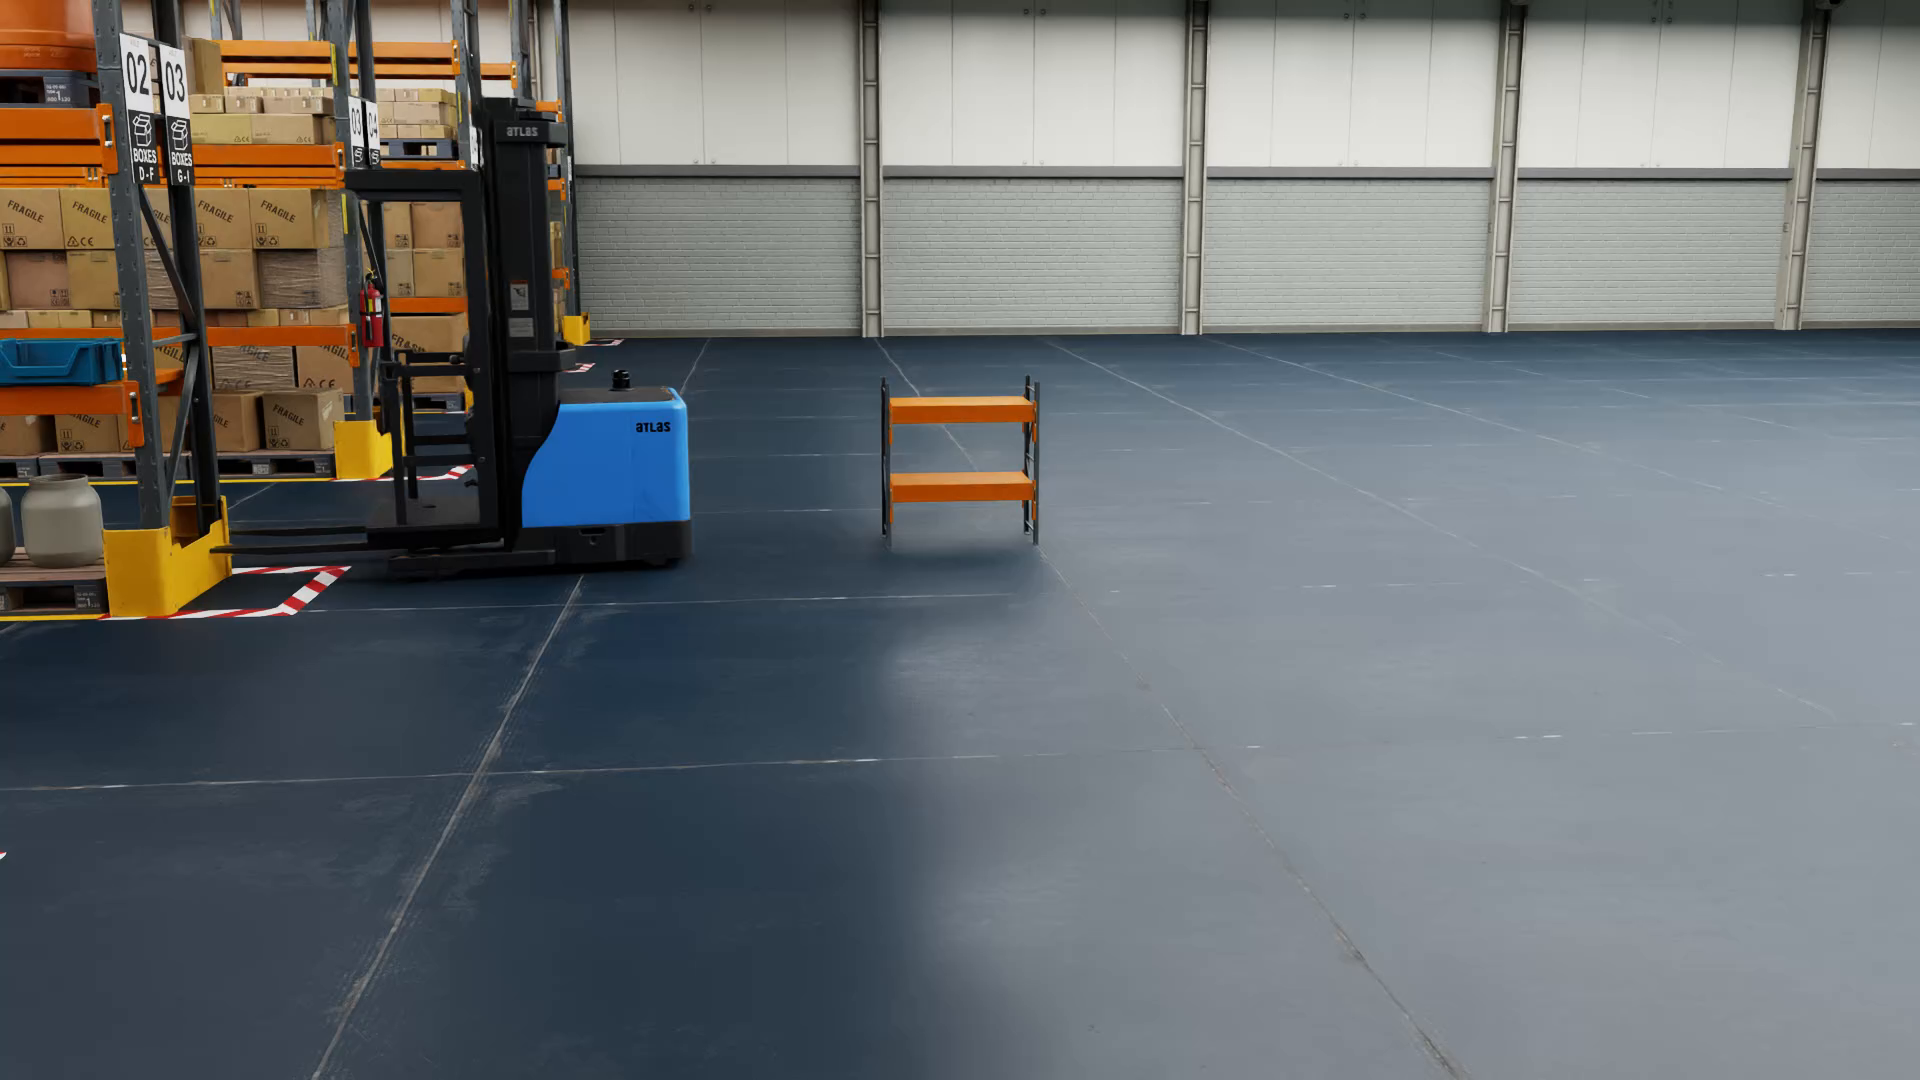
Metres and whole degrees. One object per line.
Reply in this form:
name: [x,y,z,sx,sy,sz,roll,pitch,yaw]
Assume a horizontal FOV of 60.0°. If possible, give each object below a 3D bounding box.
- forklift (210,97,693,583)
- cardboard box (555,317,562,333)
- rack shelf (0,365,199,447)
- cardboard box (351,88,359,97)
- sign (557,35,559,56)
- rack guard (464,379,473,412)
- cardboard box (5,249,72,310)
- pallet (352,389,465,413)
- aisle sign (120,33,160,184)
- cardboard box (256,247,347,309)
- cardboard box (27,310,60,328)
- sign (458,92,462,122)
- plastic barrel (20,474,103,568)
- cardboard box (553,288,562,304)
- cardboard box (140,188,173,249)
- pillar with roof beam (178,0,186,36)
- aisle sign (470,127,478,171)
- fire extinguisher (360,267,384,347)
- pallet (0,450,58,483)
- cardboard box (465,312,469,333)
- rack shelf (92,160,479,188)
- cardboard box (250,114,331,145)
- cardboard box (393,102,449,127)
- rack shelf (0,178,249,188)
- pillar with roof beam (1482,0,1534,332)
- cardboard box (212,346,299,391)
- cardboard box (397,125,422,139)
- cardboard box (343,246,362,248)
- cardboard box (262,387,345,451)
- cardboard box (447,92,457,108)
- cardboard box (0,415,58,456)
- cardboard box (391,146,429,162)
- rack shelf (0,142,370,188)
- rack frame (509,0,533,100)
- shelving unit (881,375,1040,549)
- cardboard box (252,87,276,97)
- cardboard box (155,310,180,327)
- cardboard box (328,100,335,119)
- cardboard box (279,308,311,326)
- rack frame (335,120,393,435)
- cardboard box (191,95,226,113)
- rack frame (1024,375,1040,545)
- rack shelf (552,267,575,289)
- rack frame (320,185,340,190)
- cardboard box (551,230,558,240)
forklift: [-3.304,-1.286,10.578,3.031,2.935,1.130,-3,11,-14]
cardboard box: [-7.223,-3.746,28.956,0.500,0.250,0.500,-1,11,-6]
rack shelf: [-6.634,-0.763,9.607,4.000,0.370,1.077,-1,11,-6]
cardboard box: [-6.674,-4.968,18.590,0.250,0.149,0.380,-1,11,-5]
sign: [-6.746,-8.296,27.882,0.005,0.325,0.100,-1,11,-6]
rack guard: [-5.592,-1.835,19.674,0.348,0.500,1.175,-1,11,-6]
cardboard box: [-7.716,-2.250,14.276,0.500,0.500,0.875,-1,11,-6]
pallet: [-6.402,-1.661,19.538,1.213,0.211,1.003,-1,11,-6]
aisle sign: [-4.542,-2.378,9.217,0.004,0.787,0.394,-1,11,-6]
cardboard box: [-5.730,-2.296,14.511,0.500,0.500,0.875,-1,11,-6]
cardboard box: [-7.671,-1.878,14.067,0.250,0.149,0.380,-1,11,-6]
sign: [-5.571,-4.824,18.532,0.005,0.325,0.100,-1,11,-6]
plastic barrel: [-5.292,-0.115,9.805,0.421,0.512,0.421,0,11,0]
cardboard box: [-7.215,-4.238,28.865,0.500,0.250,0.500,-1,11,-4]
cardboard box: [-6.694,-2.713,14.038,0.500,0.500,0.500,-1,11,-6]
pillar with roof beam: [-13.080,-7.111,24.481,0.400,9.000,9.100,-1,11,-6]
aisle sign: [-5.513,-4.280,18.894,0.004,0.787,0.394,-1,11,-6]
fire extinguisher: [-5.017,-1.984,14.151,0.183,0.674,0.296,-1,11,-6]
pallet: [-8.493,-0.677,14.532,1.213,0.211,1.003,-1,11,-6]
cardboard box: [-7.019,-3.166,24.061,0.500,0.500,0.500,-1,11,-6]
rack shelf: [-7.604,-4.138,18.998,4.000,0.370,1.077,-1,11,-6]
cardboard box: [-5.632,-3.447,14.007,0.500,0.250,0.500,-1,11,-5]
cardboard box: [-6.072,-4.796,18.752,0.500,0.250,0.500,-1,11,-5]
rack shelf: [-12.216,-5.002,23.392,4.000,0.370,1.077,-1,11,-6]
pillar with roof beam: [10.780,-7.611,27.024,0.548,9.000,9.100,-1,11,-6]
cardboard box: [-8.064,-2.160,19.268,0.875,0.875,0.875,-1,11,-6]
cardboard box: [-6.160,-4.587,18.723,0.250,0.149,0.380,-1,11,-6]
cardboard box: [-7.097,-3.649,19.235,0.550,0.550,0.875,-1,11,-6]
cardboard box: [-5.803,-1.077,14.732,0.500,0.500,0.500,1,11,4]
cardboard box: [-5.982,-5.110,19.313,0.250,0.149,0.380,-1,11,-5]
cardboard box: [-8.187,-1.018,14.429,0.500,0.500,0.500,2,11,12]
cardboard box: [-7.746,-5.468,23.516,0.500,0.250,0.500,-1,11,-4]
rack shelf: [-7.169,-3.185,14.149,4.000,0.370,1.077,-1,11,-6]
rack frame: [-6.251,-6.952,23.669,0.127,3.000,1.000,-1,11,-6]
shelving unit: [-0.007,-0.552,11.528,1.048,1.125,0.538,-1,11,-6]
cardboard box: [-7.681,-4.946,18.482,0.250,0.149,0.380,-1,11,-6]
cardboard box: [-6.682,-1.909,14.225,0.250,0.149,0.380,-1,11,-6]
cardboard box: [-5.479,-3.740,14.464,0.250,0.149,0.380,-1,11,-6]
cardboard box: [-5.690,-1.934,14.348,0.250,0.149,0.380,-1,11,-6]
rack frame: [-5.181,-2.107,14.581,0.127,3.000,1.000,-1,11,-6]
cardboard box: [-6.201,-3.616,13.835,0.250,0.149,0.380,-1,11,-6]
rack frame: [0.499,-0.562,11.582,0.032,1.125,0.500,-1,11,-6]
rack shelf: [-8.779,-4.565,28.947,4.000,0.370,1.077,-1,11,-6]
rack frame: [-10.767,-4.876,28.666,0.127,3.000,1.000,-1,11,-6]
cardboard box: [-7.105,-5.266,28.707,0.250,0.149,0.380,-1,11,-5]
